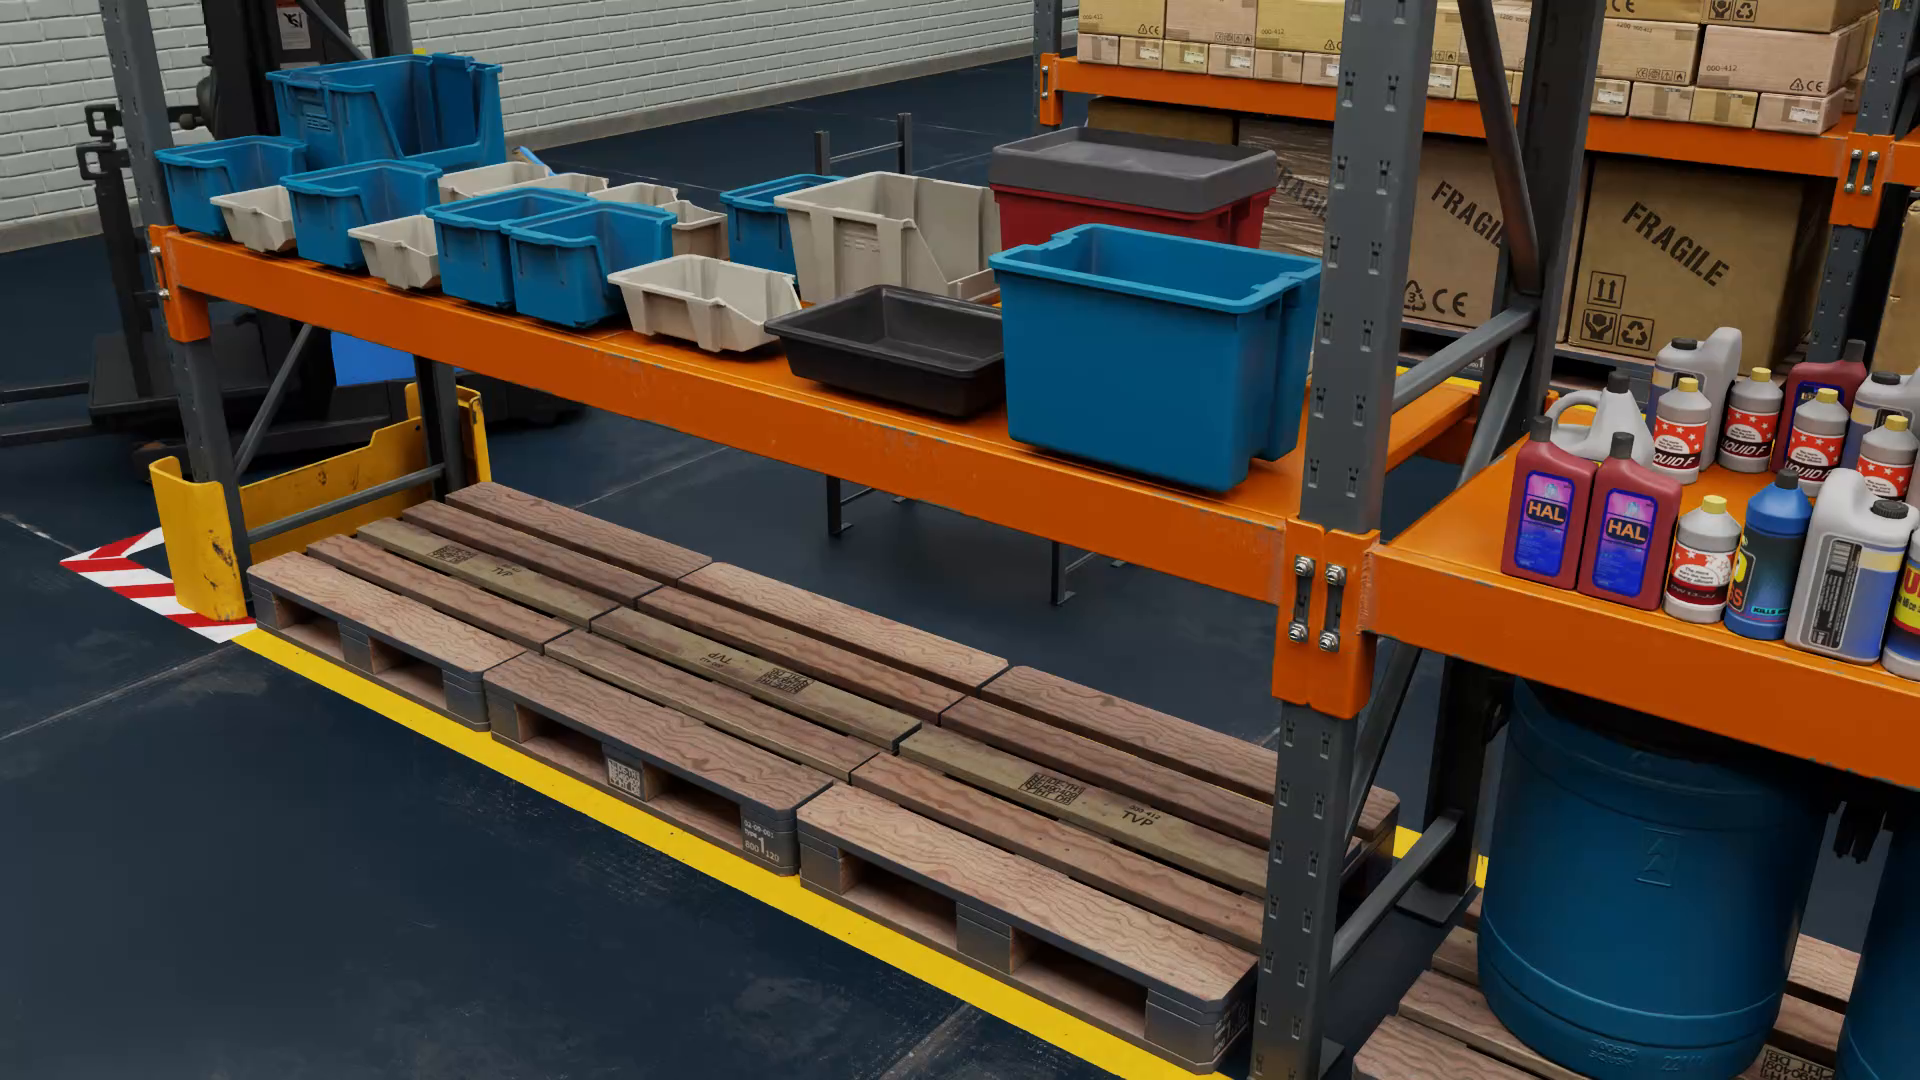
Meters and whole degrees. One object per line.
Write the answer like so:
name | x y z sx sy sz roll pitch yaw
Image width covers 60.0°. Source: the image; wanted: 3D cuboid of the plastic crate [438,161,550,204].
plastic crate | -1.472 -1.080 5.234 0.243 0.136 0.396 17 29 33

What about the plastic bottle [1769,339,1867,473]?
plastic bottle | 1.689 -0.259 3.263 0.133 0.283 0.061 17 29 33

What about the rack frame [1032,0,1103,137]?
rack frame | 0.737 -2.910 9.135 0.127 3.000 1.000 17 29 33

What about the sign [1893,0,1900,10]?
sign | 3.606 -2.196 6.342 0.005 0.325 0.100 17 29 33

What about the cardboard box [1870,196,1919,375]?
cardboard box | 4.462 -1.014 6.946 0.875 0.875 1.225 17 29 33

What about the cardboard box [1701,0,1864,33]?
cardboard box | 3.409 -2.378 6.815 0.500 0.500 0.500 18 29 35

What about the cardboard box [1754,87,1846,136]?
cardboard box | 3.497 -1.796 6.917 0.250 0.149 0.380 17 29 34

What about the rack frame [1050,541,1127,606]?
rack frame | 0.475 -0.543 5.622 0.032 1.500 0.500 17 29 33

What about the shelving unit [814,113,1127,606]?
shelving unit | 0.068 -0.666 5.901 1.048 1.500 0.538 17 29 33

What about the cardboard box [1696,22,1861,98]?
cardboard box | 3.427 -2.032 6.960 0.500 0.250 0.500 16 29 32

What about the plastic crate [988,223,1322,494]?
plastic crate | 0.389 -0.368 3.310 0.575 0.384 0.392 17 29 33

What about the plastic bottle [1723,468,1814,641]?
plastic bottle | 1.293 0.018 2.648 0.097 0.271 0.097 0 24 0

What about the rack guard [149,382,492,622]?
rack guard | -2.261 -0.170 6.015 0.348 0.500 1.175 17 29 33

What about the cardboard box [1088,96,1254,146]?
cardboard box | 1.297 -2.001 9.186 0.875 0.875 0.875 17 29 33

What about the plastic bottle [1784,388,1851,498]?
plastic bottle | 1.656 -0.192 3.212 0.097 0.201 0.097 0 24 0

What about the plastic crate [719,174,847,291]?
plastic crate | -0.436 -0.849 4.590 0.300 0.233 0.416 17 29 33

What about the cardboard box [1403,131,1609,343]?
cardboard box | 2.737 -1.566 8.198 0.875 0.875 0.875 17 29 33

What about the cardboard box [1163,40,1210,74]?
cardboard box | 1.234 -2.479 8.469 0.250 0.149 0.380 16 28 32

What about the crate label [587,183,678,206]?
crate label | -1.012 -0.946 4.929 0.243 0.136 0.396 17 29 33

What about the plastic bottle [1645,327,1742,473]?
plastic bottle | 1.476 -0.297 3.358 0.135 0.276 0.152 17 29 33

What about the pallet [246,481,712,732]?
pallet | -1.597 0.176 5.589 1.213 0.211 1.003 17 29 33

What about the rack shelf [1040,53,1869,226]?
rack shelf | 2.337 -2.097 8.182 4.000 0.370 1.077 17 29 33

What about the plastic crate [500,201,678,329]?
plastic crate | -0.940 -0.706 4.265 0.300 0.233 0.416 17 29 33

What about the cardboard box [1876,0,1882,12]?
cardboard box | 6.010 -3.593 10.996 0.250 0.149 0.380 16 28 32

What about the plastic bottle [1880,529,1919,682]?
plastic bottle | 1.478 0.074 2.521 0.097 0.271 0.097 0 24 0

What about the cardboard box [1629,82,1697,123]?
cardboard box | 3.086 -1.920 7.200 0.250 0.149 0.380 16 29 32

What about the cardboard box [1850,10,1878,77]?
cardboard box | 3.719 -2.208 7.359 0.500 0.250 0.500 16 29 32

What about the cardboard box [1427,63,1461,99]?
cardboard box | 2.266 -2.168 7.763 0.250 0.149 0.380 17 29 34

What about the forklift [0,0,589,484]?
forklift | -3.217 -1.810 6.722 3.031 2.935 1.130 -10 26 -22

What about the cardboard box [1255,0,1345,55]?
cardboard box | 1.779 -2.528 8.085 0.500 0.250 0.500 16 28 32

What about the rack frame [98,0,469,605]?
rack frame | -2.234 -1.312 5.508 0.127 3.000 1.000 17 29 33

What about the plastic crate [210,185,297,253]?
plastic crate | -2.026 -0.949 4.936 0.298 0.136 0.250 17 29 33

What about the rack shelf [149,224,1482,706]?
rack shelf | -0.633 -0.499 4.555 4.000 0.370 1.077 17 29 33

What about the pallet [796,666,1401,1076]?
pallet | 0.355 0.766 4.250 1.213 0.211 1.003 17 29 33

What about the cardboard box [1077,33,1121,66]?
cardboard box | 0.823 -2.603 8.749 0.250 0.149 0.380 17 29 34

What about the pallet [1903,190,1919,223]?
pallet | 6.435 -2.394 11.421 1.213 0.211 1.003 17 29 33

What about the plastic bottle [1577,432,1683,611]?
plastic bottle | 1.111 -0.033 2.749 0.133 0.283 0.061 17 29 33

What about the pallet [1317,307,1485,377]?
pallet | 2.396 -1.171 8.645 1.213 0.211 1.003 17 29 33

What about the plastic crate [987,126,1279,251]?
plastic crate | 0.403 -0.698 3.961 0.583 0.464 0.402 17 29 33

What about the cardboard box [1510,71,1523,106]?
cardboard box | 2.673 -2.045 7.482 0.250 0.149 0.380 17 29 34

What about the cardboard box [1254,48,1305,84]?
cardboard box | 1.646 -2.355 8.186 0.250 0.149 0.380 16 28 32

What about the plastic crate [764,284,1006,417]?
plastic crate | -0.090 -0.430 3.773 0.590 0.125 0.437 17 29 33

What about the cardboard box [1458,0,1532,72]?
cardboard box | 2.603 -2.280 7.522 0.500 0.250 0.500 18 29 34

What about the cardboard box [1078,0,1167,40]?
cardboard box | 0.959 -2.774 8.644 0.500 0.250 0.500 16 28 32

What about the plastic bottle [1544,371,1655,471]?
plastic bottle | 1.087 -0.123 2.870 0.185 0.351 0.144 17 29 33

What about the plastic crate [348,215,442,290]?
plastic crate | -1.484 -0.785 4.563 0.298 0.136 0.250 17 29 33

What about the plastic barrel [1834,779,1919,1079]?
plastic barrel | 1.959 0.732 2.951 0.708 0.901 0.600 17 29 33
